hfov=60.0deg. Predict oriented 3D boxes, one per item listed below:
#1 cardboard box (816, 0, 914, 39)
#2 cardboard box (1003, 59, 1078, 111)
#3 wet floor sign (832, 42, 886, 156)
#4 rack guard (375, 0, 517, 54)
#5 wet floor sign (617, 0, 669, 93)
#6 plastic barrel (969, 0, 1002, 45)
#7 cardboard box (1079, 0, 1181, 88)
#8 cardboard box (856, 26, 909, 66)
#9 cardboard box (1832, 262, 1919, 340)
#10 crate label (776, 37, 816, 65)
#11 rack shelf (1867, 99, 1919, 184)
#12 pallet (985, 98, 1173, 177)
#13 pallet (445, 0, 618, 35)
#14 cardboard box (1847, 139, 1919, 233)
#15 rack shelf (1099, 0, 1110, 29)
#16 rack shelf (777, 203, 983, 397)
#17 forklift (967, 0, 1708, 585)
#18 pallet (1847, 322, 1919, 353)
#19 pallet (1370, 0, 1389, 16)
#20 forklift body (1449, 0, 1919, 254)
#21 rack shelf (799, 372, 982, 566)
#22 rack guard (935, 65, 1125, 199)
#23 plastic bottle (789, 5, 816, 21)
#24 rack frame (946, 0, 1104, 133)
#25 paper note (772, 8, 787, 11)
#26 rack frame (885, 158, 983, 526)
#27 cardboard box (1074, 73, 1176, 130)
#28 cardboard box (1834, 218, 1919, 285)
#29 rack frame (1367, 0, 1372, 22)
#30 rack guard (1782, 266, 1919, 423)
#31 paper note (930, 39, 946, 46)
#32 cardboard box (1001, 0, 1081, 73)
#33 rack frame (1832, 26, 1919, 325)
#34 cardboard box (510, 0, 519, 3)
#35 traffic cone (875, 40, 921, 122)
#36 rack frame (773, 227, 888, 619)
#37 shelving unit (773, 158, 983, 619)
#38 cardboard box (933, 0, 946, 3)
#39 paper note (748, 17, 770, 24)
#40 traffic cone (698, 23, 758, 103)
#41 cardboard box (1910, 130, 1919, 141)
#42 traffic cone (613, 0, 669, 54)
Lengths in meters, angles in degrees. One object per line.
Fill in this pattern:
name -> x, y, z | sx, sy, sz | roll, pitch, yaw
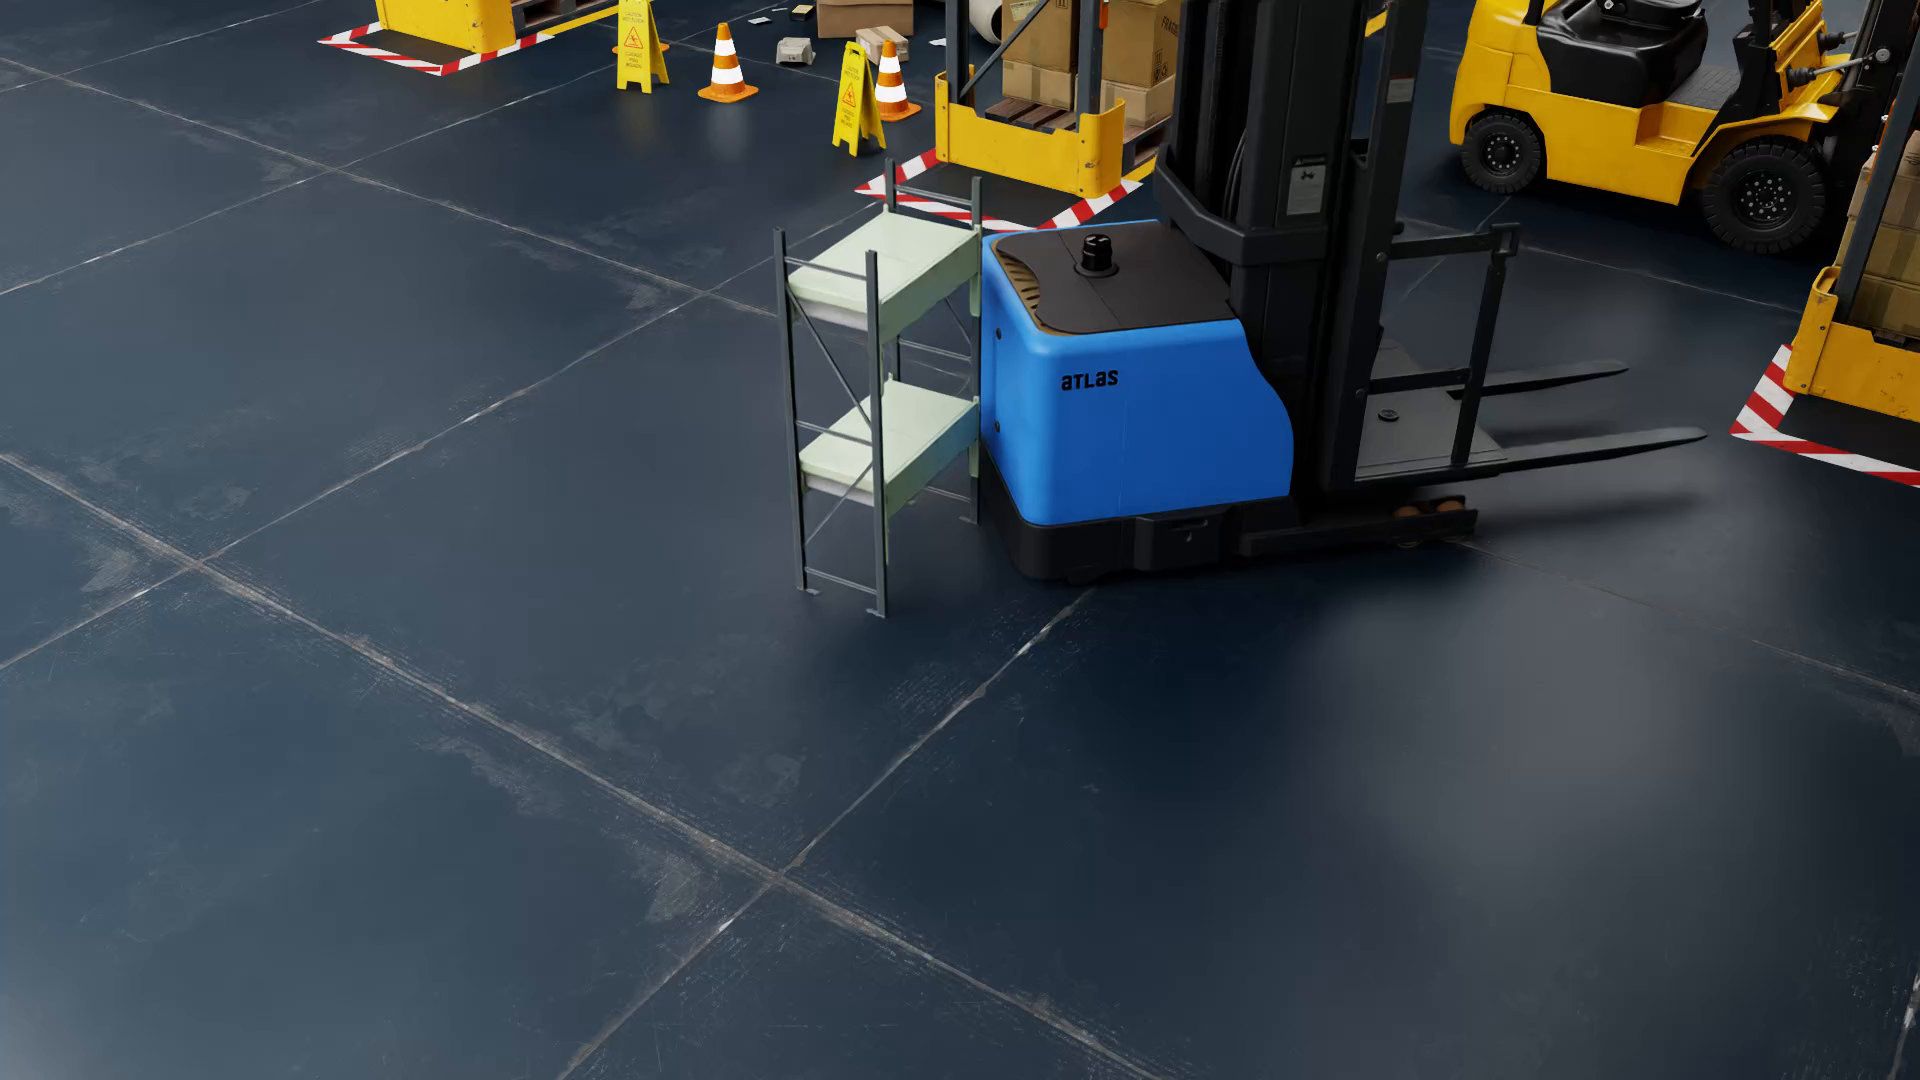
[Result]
cardboard box -> -0.719, -4.029, 12.259 | 0.797, 0.503, 0.637 | -3, 34, -4
cardboard box -> 0.613, -2.950, 10.515 | 0.500, 0.250, 0.500 | 21, 39, 28
wet floor sign -> -0.628, -2.725, 10.204 | 0.232, 0.644, 0.267 | -22, 40, -29
rack guard -> -3.778, -3.934, 12.122 | 1.175, 0.500, 0.348 | 21, 39, 28
wet floor sign -> -2.154, -3.360, 11.142 | 0.267, 0.644, 0.232 | 14, 37, 20
plastic barrel -> 0.294, -3.813, 12.011 | 0.421, 0.421, 0.512 | -9, 35, -13
cardboard box -> 1.060, -3.086, 10.046 | 0.500, 0.500, 0.500 | 20, 39, 27
cardboard box -> -0.553, -3.513, 11.813 | 0.250, 0.149, 0.380 | -15, 37, -21
cardboard box -> 4.448, -1.215, 7.948 | 0.500, 0.250, 0.500 | 22, 40, 28
crate label -> -1.163, -3.450, 11.729 | 0.250, 0.136, 0.298 | 3, 34, 4
rack shelf -> 5.580, -2.485, 8.389 | 1.077, 0.370, 4.000 | 21, 39, 28
pallet -> 0.895, -2.689, 10.537 | 1.003, 0.211, 1.213 | 21, 39, 28
pallet -> -3.373, -4.219, 12.800 | 1.003, 0.211, 1.213 | 21, 39, 28
cardboard box -> 4.446, -1.623, 7.660 | 0.500, 0.250, 0.500 | 23, 40, 30
rack shelf -> 1.500, -4.069, 10.731 | 1.077, 0.370, 4.000 | 21, 39, 28
rack shelf -> -0.275, -0.882, 6.019 | 0.431, 0.370, 0.720 | 17, 38, 24
forklift -> 1.604, -1.464, 6.298 | 3.031, 2.935, 1.130 | -7, 35, -11
pallet -> 4.841, -1.073, 8.148 | 1.003, 0.211, 1.213 | 21, 39, 28
pallet -> 3.083, -4.491, 13.202 | 1.003, 0.211, 1.213 | 21, 39, 28
forklift body -> 4.022, -2.966, 9.216 | 2.313, 2.155, 1.214 | 21, 39, 28
rack shelf -> -0.275, -0.289, 6.421 | 0.431, 0.370, 0.720 | 17, 38, 24
rack guard -> 0.403, -2.446, 9.920 | 1.175, 0.500, 0.348 | 21, 39, 28
plastic bottle -> -1.189, -4.013, 12.630 | 0.133, 0.061, 0.283 | 8, 35, 12
rack frame -> 0.360, -3.446, 9.168 | 1.000, 3.000, 0.127 | 21, 39, 28
paper note -> -1.384, -4.072, 12.763 | 0.123, 0.001, 0.032 | -15, 37, -21
rack frame -> -0.098, -0.739, 6.503 | 0.400, 1.500, 0.023 | 17, 38, 24
cardboard box -> 1.047, -2.764, 10.239 | 0.500, 0.250, 0.500 | 21, 39, 28
cardboard box -> 4.460, -1.428, 7.818 | 0.500, 0.250, 0.500 | 21, 39, 28
rack frame -> 2.640, -5.287, 11.891 | 1.000, 3.000, 0.127 | 21, 39, 28
rack guard -> 4.426, -0.816, 7.510 | 1.175, 0.500, 0.348 | 21, 39, 28
paper note -> -0.129, -3.625, 12.094 | 0.142, 0.019, 0.148 | -22, 40, -29
cardboard box -> 0.602, -3.244, 10.279 | 0.500, 0.500, 0.500 | 22, 40, 28
rack frame -> 4.440, -1.863, 6.827 | 1.000, 3.000, 0.127 | 21, 39, 28
cardboard box -> -3.432, -4.608, 12.408 | 0.875, 0.875, 0.875 | 21, 40, 28
traffic cone -> -0.455, -3.005, 10.781 | 0.336, 0.463, 0.334 | 21, 39, 28
rack frame -> -0.453, -0.380, 5.973 | 0.400, 1.500, 0.023 | 17, 38, 24
shelving unit -> -0.275, -0.559, 6.238 | 0.431, 1.500, 0.755 | 17, 38, 24
cardboard box -> -0.192, -4.518, 12.861 | 0.797, 0.637, 0.503 | 21, 39, 28
paper note -> -1.499, -3.910, 12.507 | 0.142, 0.017, 0.144 | -22, 40, -29
traffic cone -> -1.561, -3.203, 11.074 | 0.336, 0.463, 0.334 | 21, 39, 28
cardboard box -> 4.732, -1.860, 8.010 | 0.500, 0.250, 0.500 | 22, 40, 29
traffic cone -> -2.295, -3.721, 11.839 | 0.336, 0.463, 0.334 | 21, 39, 28
